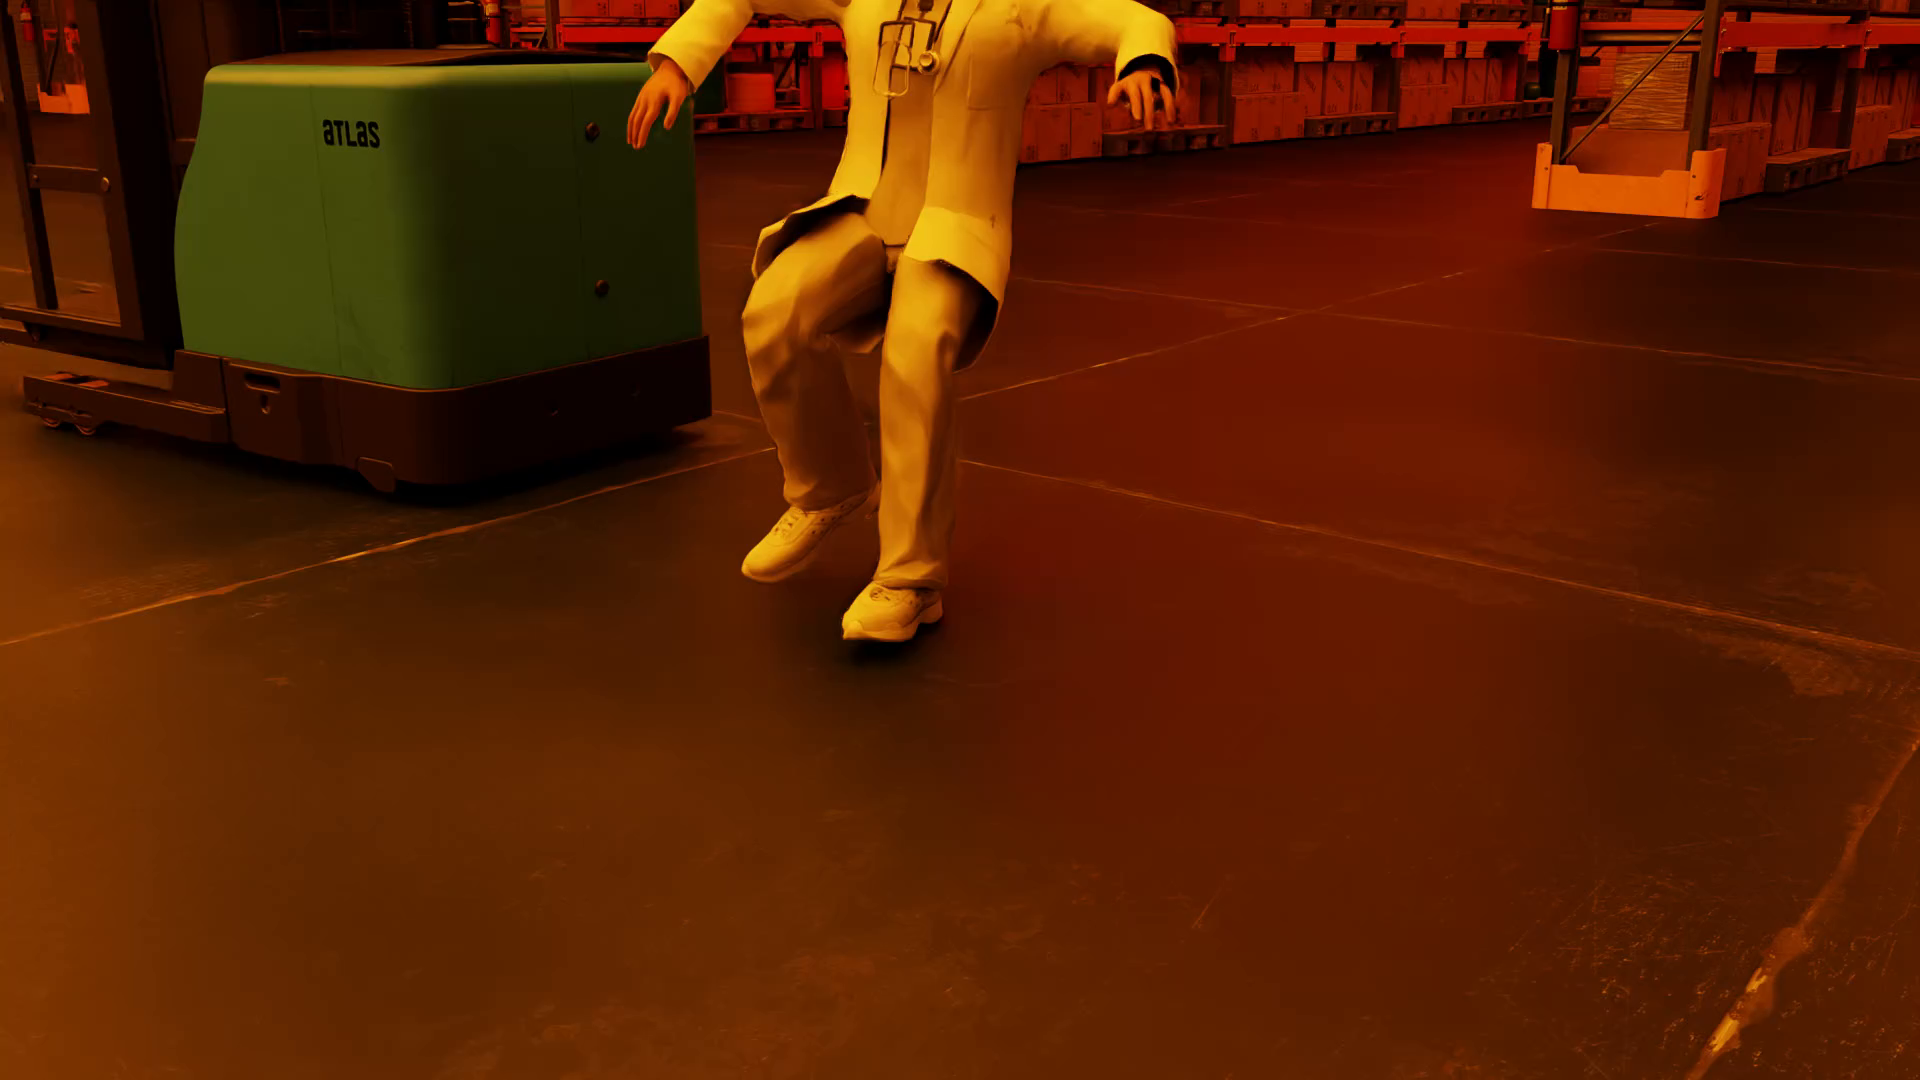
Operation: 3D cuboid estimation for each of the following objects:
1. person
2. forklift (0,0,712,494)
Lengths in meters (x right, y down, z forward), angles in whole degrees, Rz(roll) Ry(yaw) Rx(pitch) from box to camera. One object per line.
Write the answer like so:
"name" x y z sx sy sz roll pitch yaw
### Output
"person" -0.152 -0.628 3.351 1.198 1.546 0.894 4 17 14
"forklift" -2.240 -1.829 4.920 3.031 2.935 1.130 11 20 32
